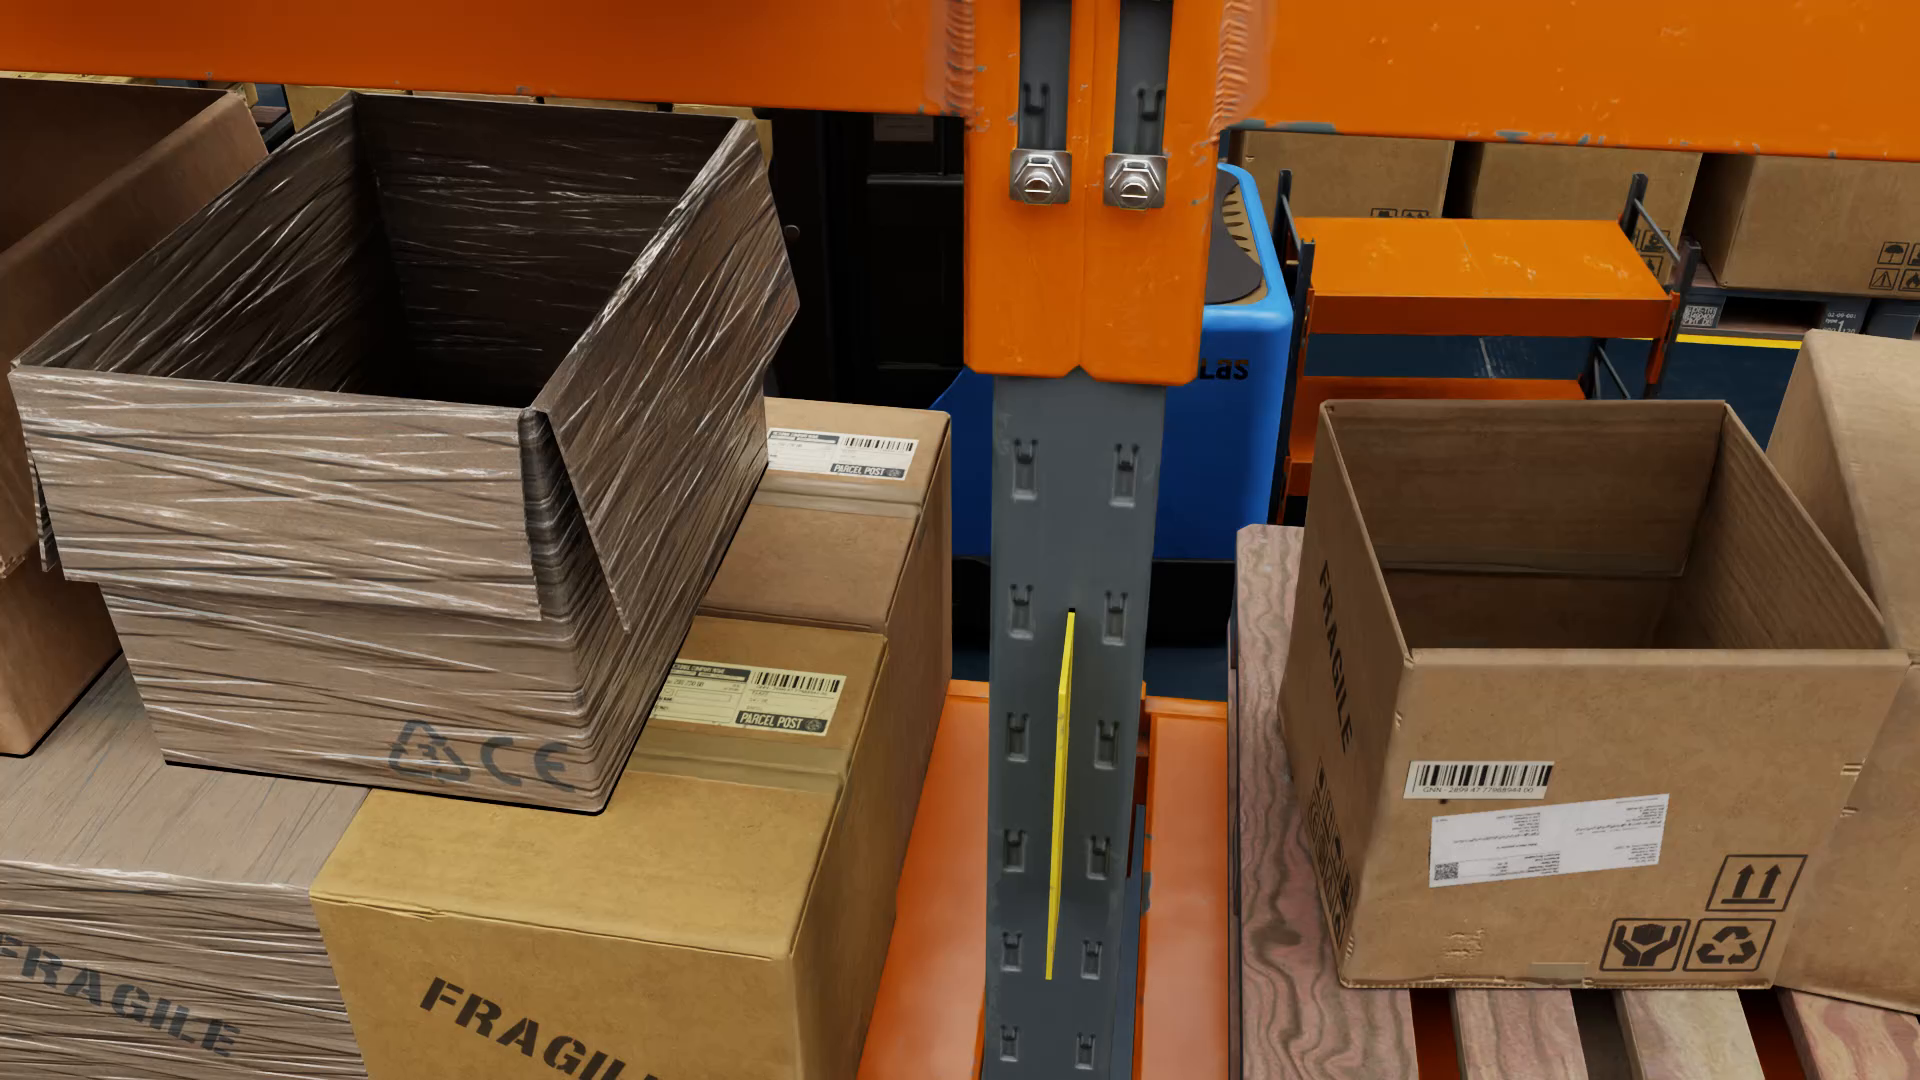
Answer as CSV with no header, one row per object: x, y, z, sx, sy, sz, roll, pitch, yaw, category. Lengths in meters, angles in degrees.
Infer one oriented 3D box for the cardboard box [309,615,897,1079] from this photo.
-0.372,0.433,1.975,0.500,0.500,0.500,5,36,7,cardboard box

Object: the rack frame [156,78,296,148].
-3.086,-2.778,6.561,0.127,3.000,1.000,4,36,6,rack frame

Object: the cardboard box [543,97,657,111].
-1.341,-1.655,6.778,0.500,0.500,0.500,5,36,7,cardboard box

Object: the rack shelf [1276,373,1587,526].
1.444,-0.266,5.076,1.000,0.278,0.538,1,36,1,rack shelf

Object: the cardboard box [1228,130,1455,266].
1.474,-1.641,6.542,0.750,0.750,1.050,4,36,5,cardboard box

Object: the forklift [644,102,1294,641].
-0.630,-1.203,4.412,3.031,2.935,1.130,1,36,1,forklift

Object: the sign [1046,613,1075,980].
0.082,0.217,1.368,0.005,0.325,0.100,4,36,6,sign

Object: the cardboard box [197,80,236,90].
-3.405,-2.121,7.477,0.250,0.149,0.380,6,36,8,cardboard box

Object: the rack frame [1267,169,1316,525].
0.936,-0.473,4.945,0.032,1.125,0.500,1,36,1,rack frame

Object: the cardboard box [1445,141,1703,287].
2.342,-1.578,6.454,0.750,0.750,1.050,5,36,7,cardboard box

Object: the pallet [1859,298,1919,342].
4.074,-1.065,6.561,1.213,0.211,1.003,4,36,6,pallet

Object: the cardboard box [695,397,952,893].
-0.298,0.134,2.393,0.500,0.500,0.500,5,36,7,cardboard box

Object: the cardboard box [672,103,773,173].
-0.846,-1.604,6.706,0.500,0.500,0.500,3,36,4,cardboard box

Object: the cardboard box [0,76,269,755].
-1.220,-0.194,1.991,0.637,0.503,0.797,5,36,7,cardboard box

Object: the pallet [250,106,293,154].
-3.757,-1.673,7.412,1.213,0.211,1.003,4,36,6,pallet

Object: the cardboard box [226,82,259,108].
-3.406,-2.001,7.564,0.250,0.149,0.380,3,36,4,cardboard box

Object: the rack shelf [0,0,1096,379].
-1.834,-0.708,1.697,4.000,0.370,1.077,4,36,6,rack shelf

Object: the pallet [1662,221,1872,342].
2.860,-1.154,6.685,1.213,0.211,1.003,4,36,6,pallet

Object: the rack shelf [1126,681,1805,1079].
2.133,0.809,2.154,4.000,0.370,1.077,4,36,6,rack shelf

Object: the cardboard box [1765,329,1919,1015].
1.257,0.157,2.001,0.500,0.500,0.700,9,37,13,cardboard box

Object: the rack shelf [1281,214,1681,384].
1.444,-0.704,4.764,1.000,0.278,0.538,1,36,1,rack shelf

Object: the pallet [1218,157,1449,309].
1.654,-1.246,6.814,1.213,0.211,1.003,4,36,6,pallet

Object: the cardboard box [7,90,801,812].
-0.574,-0.145,1.921,0.637,0.503,0.797,5,36,8,cardboard box

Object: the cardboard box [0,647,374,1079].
-0.865,0.393,2.031,0.500,0.500,0.500,4,36,6,cardboard box

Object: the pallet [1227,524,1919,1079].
0.870,0.437,2.220,1.003,0.211,1.213,4,36,6,pallet

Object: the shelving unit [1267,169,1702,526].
1.444,-0.465,4.934,1.048,1.125,0.538,1,36,1,shelving unit

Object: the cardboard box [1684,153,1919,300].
3.265,-1.509,6.358,0.750,0.750,1.050,4,36,6,cardboard box

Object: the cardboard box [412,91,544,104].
-1.862,-1.686,6.821,0.500,0.500,0.500,6,36,8,cardboard box

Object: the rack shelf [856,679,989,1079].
-1.834,0.513,2.569,4.000,0.370,1.077,4,36,6,rack shelf

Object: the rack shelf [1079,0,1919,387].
2.133,-0.412,1.283,4.000,0.370,1.077,4,36,6,rack shelf

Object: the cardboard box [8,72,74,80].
-3.731,-1.904,6.916,0.250,0.149,0.380,5,36,7,cardboard box

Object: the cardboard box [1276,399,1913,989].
0.690,0.173,1.978,0.500,0.500,0.500,0,36,0,cardboard box

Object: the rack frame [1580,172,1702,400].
1.952,-0.458,4.923,0.032,1.125,0.500,1,36,1,rack frame

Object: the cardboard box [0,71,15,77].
-3.978,-1.918,6.936,0.250,0.149,0.380,4,36,6,cardboard box

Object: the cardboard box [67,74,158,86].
-3.472,-1.908,6.921,0.250,0.149,0.380,5,36,7,cardboard box

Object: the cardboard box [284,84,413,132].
-2.387,-1.724,6.874,0.500,0.500,0.500,6,36,8,cardboard box
